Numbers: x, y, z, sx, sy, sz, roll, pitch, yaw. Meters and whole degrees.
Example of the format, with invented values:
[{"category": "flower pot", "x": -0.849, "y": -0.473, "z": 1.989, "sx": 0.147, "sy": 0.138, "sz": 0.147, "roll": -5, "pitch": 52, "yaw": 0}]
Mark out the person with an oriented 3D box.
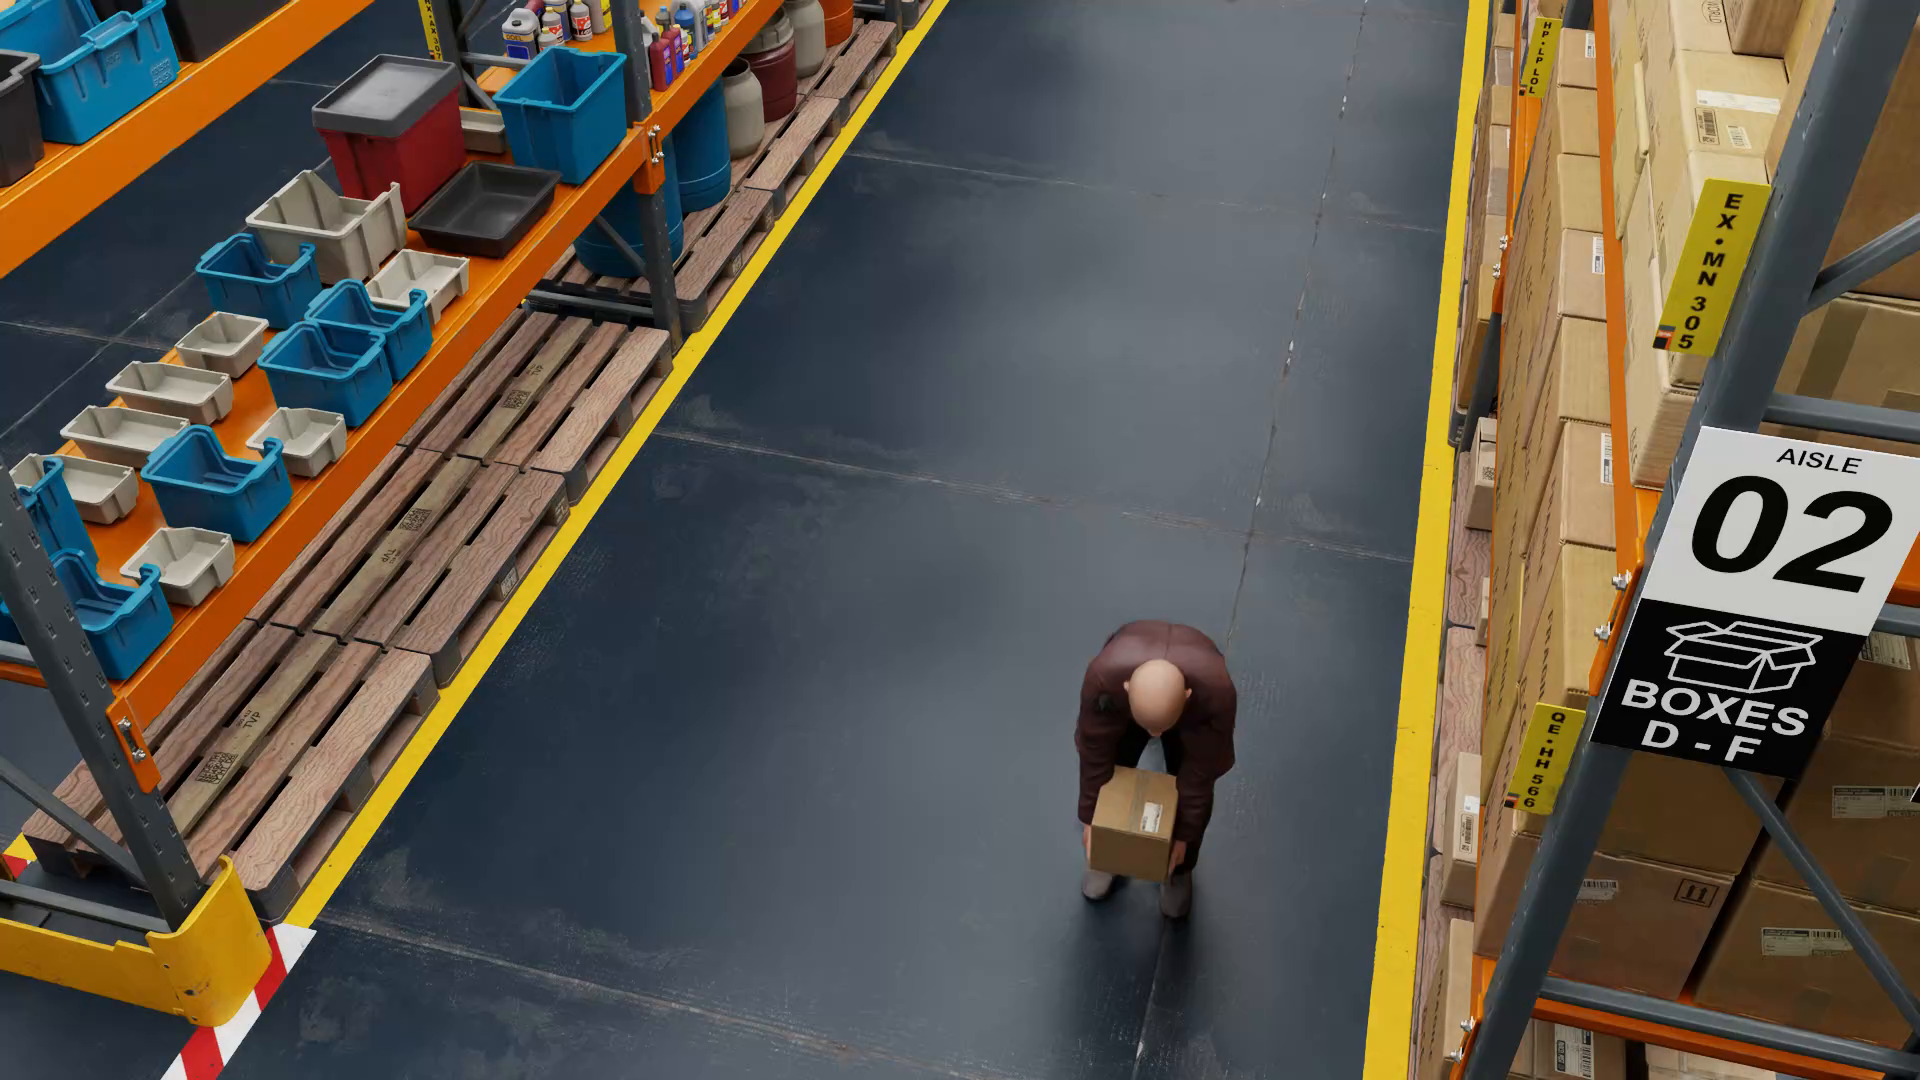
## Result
[{"category": "person", "x": 0.623, "y": 0.759, "z": 5.501, "sx": 0.555, "sy": 1.495, "sz": 0.806, "roll": 9, "pitch": 41, "yaw": 10}]
